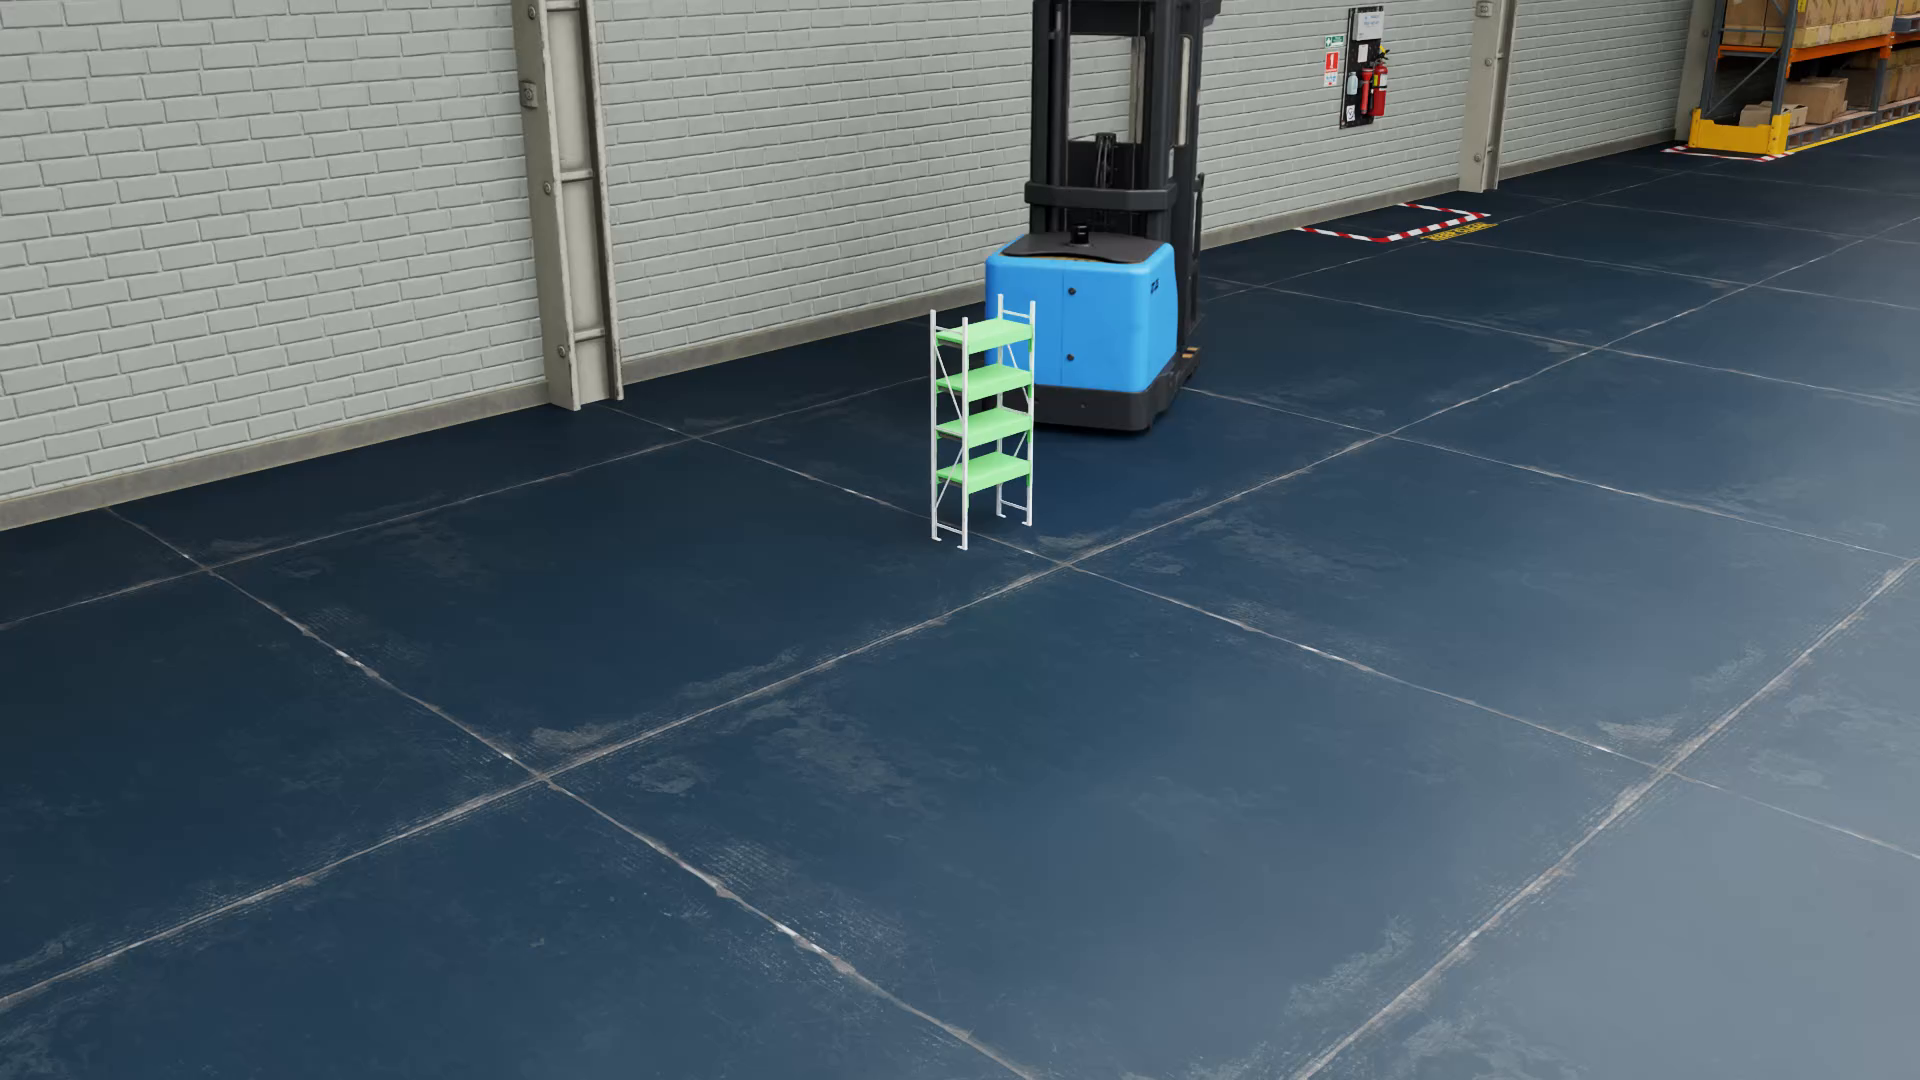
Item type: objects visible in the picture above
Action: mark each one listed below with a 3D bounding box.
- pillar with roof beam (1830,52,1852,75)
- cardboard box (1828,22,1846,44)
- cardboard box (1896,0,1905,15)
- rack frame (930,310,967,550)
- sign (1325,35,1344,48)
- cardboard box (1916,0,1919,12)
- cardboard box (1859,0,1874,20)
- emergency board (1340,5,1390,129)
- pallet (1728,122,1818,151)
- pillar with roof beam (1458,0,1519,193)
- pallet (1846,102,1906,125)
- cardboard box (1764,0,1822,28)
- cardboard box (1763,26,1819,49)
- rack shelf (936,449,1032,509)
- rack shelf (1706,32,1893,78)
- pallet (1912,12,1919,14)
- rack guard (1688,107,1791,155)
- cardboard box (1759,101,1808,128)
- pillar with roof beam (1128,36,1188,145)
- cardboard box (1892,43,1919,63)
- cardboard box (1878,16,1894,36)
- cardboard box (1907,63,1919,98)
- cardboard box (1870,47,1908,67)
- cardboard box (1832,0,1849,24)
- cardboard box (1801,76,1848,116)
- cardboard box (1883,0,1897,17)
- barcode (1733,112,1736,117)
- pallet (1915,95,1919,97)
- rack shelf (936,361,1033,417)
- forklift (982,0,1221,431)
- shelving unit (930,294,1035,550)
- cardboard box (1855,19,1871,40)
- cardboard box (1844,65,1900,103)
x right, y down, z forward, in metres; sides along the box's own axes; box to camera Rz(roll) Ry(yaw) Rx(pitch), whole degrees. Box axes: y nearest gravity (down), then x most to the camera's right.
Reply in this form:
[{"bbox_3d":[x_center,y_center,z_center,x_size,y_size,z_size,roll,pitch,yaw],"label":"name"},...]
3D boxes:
[{"bbox_3d":[17.359,-10.215,22.610,9.100,9.000,0.400,19,28,41],"label":"pillar with roof beam"},{"bbox_3d":[11.500,-6.806,22.281,0.500,0.250,0.500,19,28,40],"label":"cardboard box"},{"bbox_3d":[13.390,-7.956,24.341,0.700,0.500,0.500,19,28,41],"label":"cardboard box"},{"bbox_3d":[-0.055,-0.540,8.307,0.240,1.200,0.015,19,28,41],"label":"rack frame"},{"bbox_3d":[3.702,-4.929,16.429,0.001,0.109,0.331,19,28,41],"label":"sign"},{"bbox_3d":[14.222,-8.275,25.171,0.500,0.500,0.700,-16,26,-35],"label":"cardboard box"},{"bbox_3d":[12.199,-7.416,22.824,0.500,0.500,0.500,18,28,39],"label":"cardboard box"},{"bbox_3d":[4.152,-4.782,16.836,0.194,1.169,0.643,19,28,41],"label":"emergency board"},{"bbox_3d":[10.865,-5.472,22.516,1.003,0.211,1.213,19,28,41],"label":"pallet"},{"bbox_3d":[8.988,-7.131,14.584,9.100,9.000,0.400,19,28,41],"label":"pillar with roof beam"},{"bbox_3d":[13.553,-6.481,25.142,1.003,0.211,1.213,19,28,41],"label":"pallet"},{"bbox_3d":[10.769,-6.891,21.457,0.500,0.500,0.500,19,28,41],"label":"cardboard box"},{"bbox_3d":[10.788,-6.539,21.588,0.500,0.250,0.500,18,28,39],"label":"cardboard box"},{"bbox_3d":[0.115,-0.319,8.579,0.258,0.148,0.480,19,28,41],"label":"rack shelf"},{"bbox_3d":[11.615,-6.732,22.912,1.077,0.370,4.000,19,28,41],"label":"rack shelf"},{"bbox_3d":[14.449,-8.002,25.479,1.003,0.211,1.213,19,28,41],"label":"pallet"},{"bbox_3d":[10.273,-5.407,21.944,1.175,0.500,0.348,19,28,41],"label":"rack guard"},{"bbox_3d":[11.165,-5.806,22.634,0.500,0.311,0.500,-17,27,-38],"label":"cardboard box"},{"bbox_3d":[4.802,-5.588,10.571,9.100,9.000,0.400,19,28,41],"label":"pillar with roof beam"},{"bbox_3d":[14.894,-7.670,26.174,0.500,0.250,0.500,-20,28,-41],"label":"cardboard box"},{"bbox_3d":[12.897,-7.324,23.629,0.500,0.250,0.500,19,28,41],"label":"cardboard box"},{"bbox_3d":[14.567,-7.213,26.030,0.700,0.500,0.500,19,28,40],"label":"cardboard box"},{"bbox_3d":[14.177,-7.413,25.505,0.500,0.250,0.500,18,28,39],"label":"cardboard box"},{"bbox_3d":[11.485,-7.147,22.123,0.500,0.500,0.500,18,27,39],"label":"cardboard box"},{"bbox_3d":[12.315,-6.344,23.769,0.500,0.500,0.500,17,27,37],"label":"cardboard box"},{"bbox_3d":[12.902,-7.673,23.491,0.500,0.500,0.500,19,28,41],"label":"cardboard box"},{"bbox_3d":[10.493,-5.769,22.524,0.001,0.075,0.075,19,28,41],"label":"barcode"},{"bbox_3d":[15.255,-7.108,26.774,1.003,0.211,1.213,19,28,41],"label":"pallet"},{"bbox_3d":[0.115,-0.767,8.407,0.258,0.148,0.480,19,28,41],"label":"rack shelf"},{"bbox_3d":[1.071,-2.528,11.066,1.130,2.935,3.031,7,22,16],"label":"forklift"},{"bbox_3d":[0.115,-0.603,8.470,0.258,1.200,0.503,19,28,41],"label":"shelving unit"},{"bbox_3d":[12.204,-7.065,22.955,0.500,0.250,0.500,19,28,40],"label":"cardboard box"},{"bbox_3d":[13.837,-6.959,25.371,0.700,0.500,0.500,19,28,40],"label":"cardboard box"}]
